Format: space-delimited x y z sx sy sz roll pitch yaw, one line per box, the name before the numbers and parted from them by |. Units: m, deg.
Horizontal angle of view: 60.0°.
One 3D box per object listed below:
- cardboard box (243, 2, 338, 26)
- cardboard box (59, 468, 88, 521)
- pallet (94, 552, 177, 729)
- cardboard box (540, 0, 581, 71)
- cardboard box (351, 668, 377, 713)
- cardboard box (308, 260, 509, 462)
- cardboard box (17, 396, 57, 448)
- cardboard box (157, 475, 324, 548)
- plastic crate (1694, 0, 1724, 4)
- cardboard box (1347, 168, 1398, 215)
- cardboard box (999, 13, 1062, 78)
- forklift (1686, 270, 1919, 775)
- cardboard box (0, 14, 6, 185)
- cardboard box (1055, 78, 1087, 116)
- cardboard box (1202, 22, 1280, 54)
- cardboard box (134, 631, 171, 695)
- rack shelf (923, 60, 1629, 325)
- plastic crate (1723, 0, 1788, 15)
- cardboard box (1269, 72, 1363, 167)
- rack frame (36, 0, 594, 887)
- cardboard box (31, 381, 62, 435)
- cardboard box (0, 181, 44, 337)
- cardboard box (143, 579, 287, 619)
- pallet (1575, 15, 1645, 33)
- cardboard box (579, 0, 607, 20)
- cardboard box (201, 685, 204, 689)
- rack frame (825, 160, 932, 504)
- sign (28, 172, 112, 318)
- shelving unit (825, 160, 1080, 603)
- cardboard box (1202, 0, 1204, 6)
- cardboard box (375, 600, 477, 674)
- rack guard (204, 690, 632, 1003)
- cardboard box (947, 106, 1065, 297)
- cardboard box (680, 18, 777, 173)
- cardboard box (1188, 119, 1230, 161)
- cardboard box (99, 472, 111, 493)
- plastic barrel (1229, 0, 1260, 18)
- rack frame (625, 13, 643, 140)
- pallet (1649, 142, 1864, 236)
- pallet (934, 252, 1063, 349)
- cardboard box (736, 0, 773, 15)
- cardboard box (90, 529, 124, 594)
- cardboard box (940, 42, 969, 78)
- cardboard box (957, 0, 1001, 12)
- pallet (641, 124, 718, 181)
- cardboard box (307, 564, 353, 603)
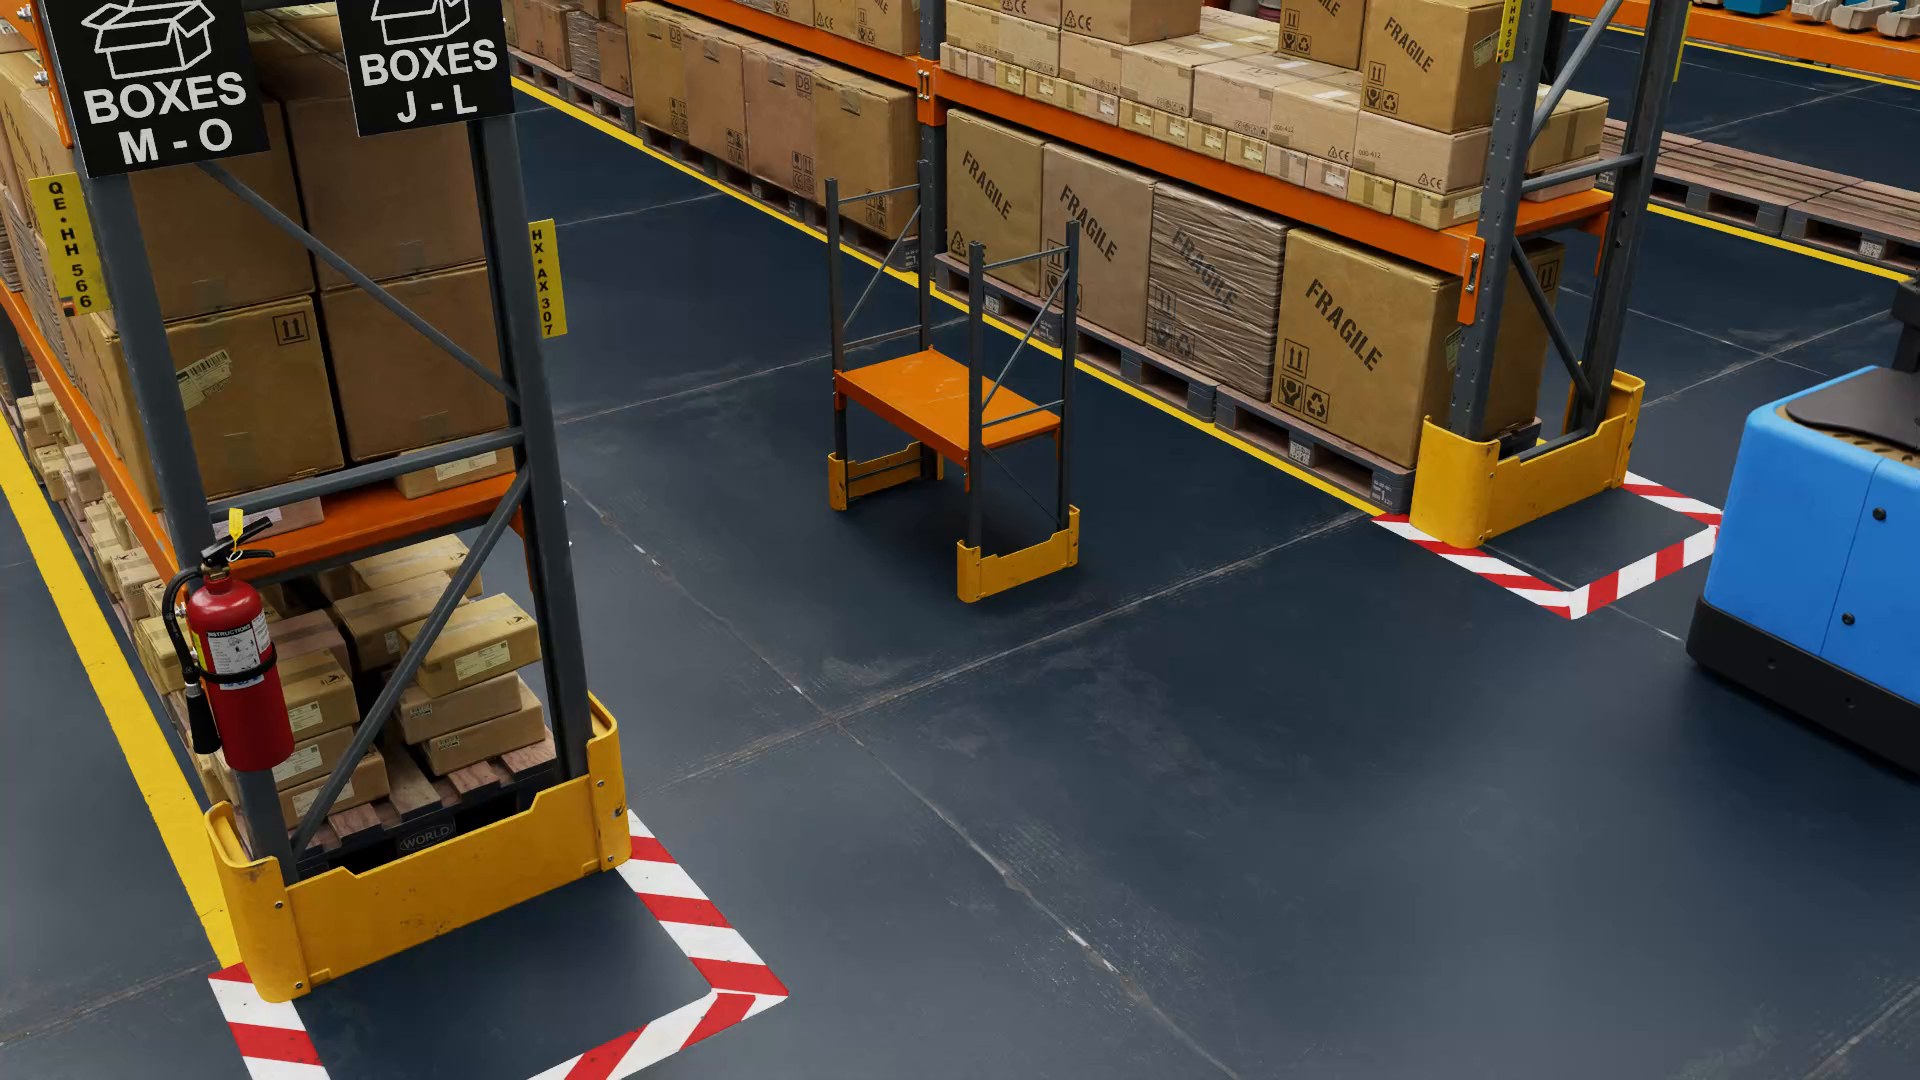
cardboard box | -2.193 -1.435 5.284 0.500 0.500 0.500 -20 34 -32
cardboard box | -3.597 -0.240 7.096 0.380 0.149 0.250 -19 34 -31
pallet | -2.757 0.227 6.611 1.003 0.211 1.213 -19 34 -31
cardboard box | -3.180 -4.394 14.356 0.700 0.500 0.500 -16 32 -27
cardboard box | -1.979 0.433 5.858 0.380 0.149 0.250 -18 33 -30
cardboard box | -1.603 -0.595 4.787 0.500 0.500 0.500 -17 33 -28
cardboard box | -3.938 -0.558 7.369 0.380 0.149 0.250 -17 33 -28
cardboard box | -1.987 -0.108 4.569 0.380 0.149 0.250 -19 34 -31
plastic crate | 4.982 -3.759 11.090 0.437 0.282 0.530 -19 34 -31
cardboard box | 1.905 -1.541 7.208 0.380 0.149 0.250 -18 33 -30
cardboard box | 0.555 -2.673 8.875 0.500 0.250 0.500 -19 34 -31
forklift | 4.268 -1.000 6.021 3.031 2.935 1.130 -18 33 -29
cardboard box | -2.948 -1.494 5.394 0.500 0.500 0.500 -20 34 -32
cardboard box | 0.720 -2.336 8.671 0.380 0.149 0.250 -19 34 -31
cardboard box | 1.571 -2.428 8.422 0.500 0.250 0.500 -20 34 -32
cardboard box | -2.710 0.379 5.956 0.380 0.149 0.250 -20 35 -33
rack shelf | 1.372 -1.965 8.479 1.077 0.370 4.000 -19 34 -31
plastic crate | 5.166 -3.555 10.765 0.416 0.233 0.300 -19 34 -31
cardboard box | 1.741 -1.881 7.415 0.500 0.250 0.500 -19 34 -31
rack frame | -1.567 -0.170 4.419 1.000 3.000 0.127 -19 34 -31
cardboard box | -3.745 -0.603 7.141 0.380 0.149 0.250 -17 33 -28
cardboard box | -2.915 -1.041 5.607 0.500 0.500 0.500 -17 33 -28
cardboard box | -2.532 0.204 5.655 0.380 0.149 0.250 -20 34 -33
pallet | 7.069 -5.354 16.888 1.003 0.211 1.213 -19 34 -31
cardboard box | -2.838 -4.493 13.753 0.500 0.250 0.500 -15 32 -25
cardboard box | -2.214 0.525 5.375 0.380 0.149 0.250 -20 34 -32
rack frame | -0.344 -0.890 7.317 0.500 1.500 0.032 -19 34 -31
sign | -2.031 -0.671 3.799 0.100 0.325 0.005 -19 34 -31
shelving unit | -0.044 -0.689 6.947 0.587 1.500 1.083 -19 34 -31
cardboard box | 0.983 -3.152 8.971 0.500 0.500 0.500 -18 33 -30
cardboard box | -1.775 0.371 5.659 0.380 0.149 0.250 -19 34 -31
rack guard | -1.611 0.899 5.070 1.175 0.500 0.348 -19 34 -31
cardboard box | 0.529 -2.031 9.632 0.875 0.875 0.875 -19 34 -31
cardboard box | -1.215 -3.242 11.862 1.225 0.875 0.875 -19 34 -30
cardboard box | 1.312 -1.938 7.938 0.380 0.149 0.250 -19 34 -30
cardboard box | -3.082 -0.219 6.434 0.380 0.149 0.250 -20 35 -33
plastic barrel | 2.624 -4.696 14.920 0.421 0.512 0.421 0 29 0
rack frame | -2.109 -4.613 12.602 1.000 3.000 0.127 -19 34 -31
pallet | 5.416 -2.454 11.548 1.003 0.211 1.213 -19 34 -31
pallet | 0.589 -1.516 9.820 1.003 0.211 1.213 -19 34 -31
cardboard box | -1.159 -3.800 11.000 0.500 0.500 0.500 -19 34 -30
cardboard box | -3.036 0.038 6.272 0.380 0.149 0.250 -18 34 -30
cardboard box | 0.112 -2.741 9.417 0.380 0.149 0.250 -19 34 -31
cardboard box | 0.281 -3.196 9.051 0.500 0.500 0.500 -19 34 -31
pallet | -1.713 -3.061 12.665 1.003 0.211 1.213 -19 34 -31
cardboard box | -2.105 0.059 5.923 0.380 0.149 0.250 -21 35 -33
